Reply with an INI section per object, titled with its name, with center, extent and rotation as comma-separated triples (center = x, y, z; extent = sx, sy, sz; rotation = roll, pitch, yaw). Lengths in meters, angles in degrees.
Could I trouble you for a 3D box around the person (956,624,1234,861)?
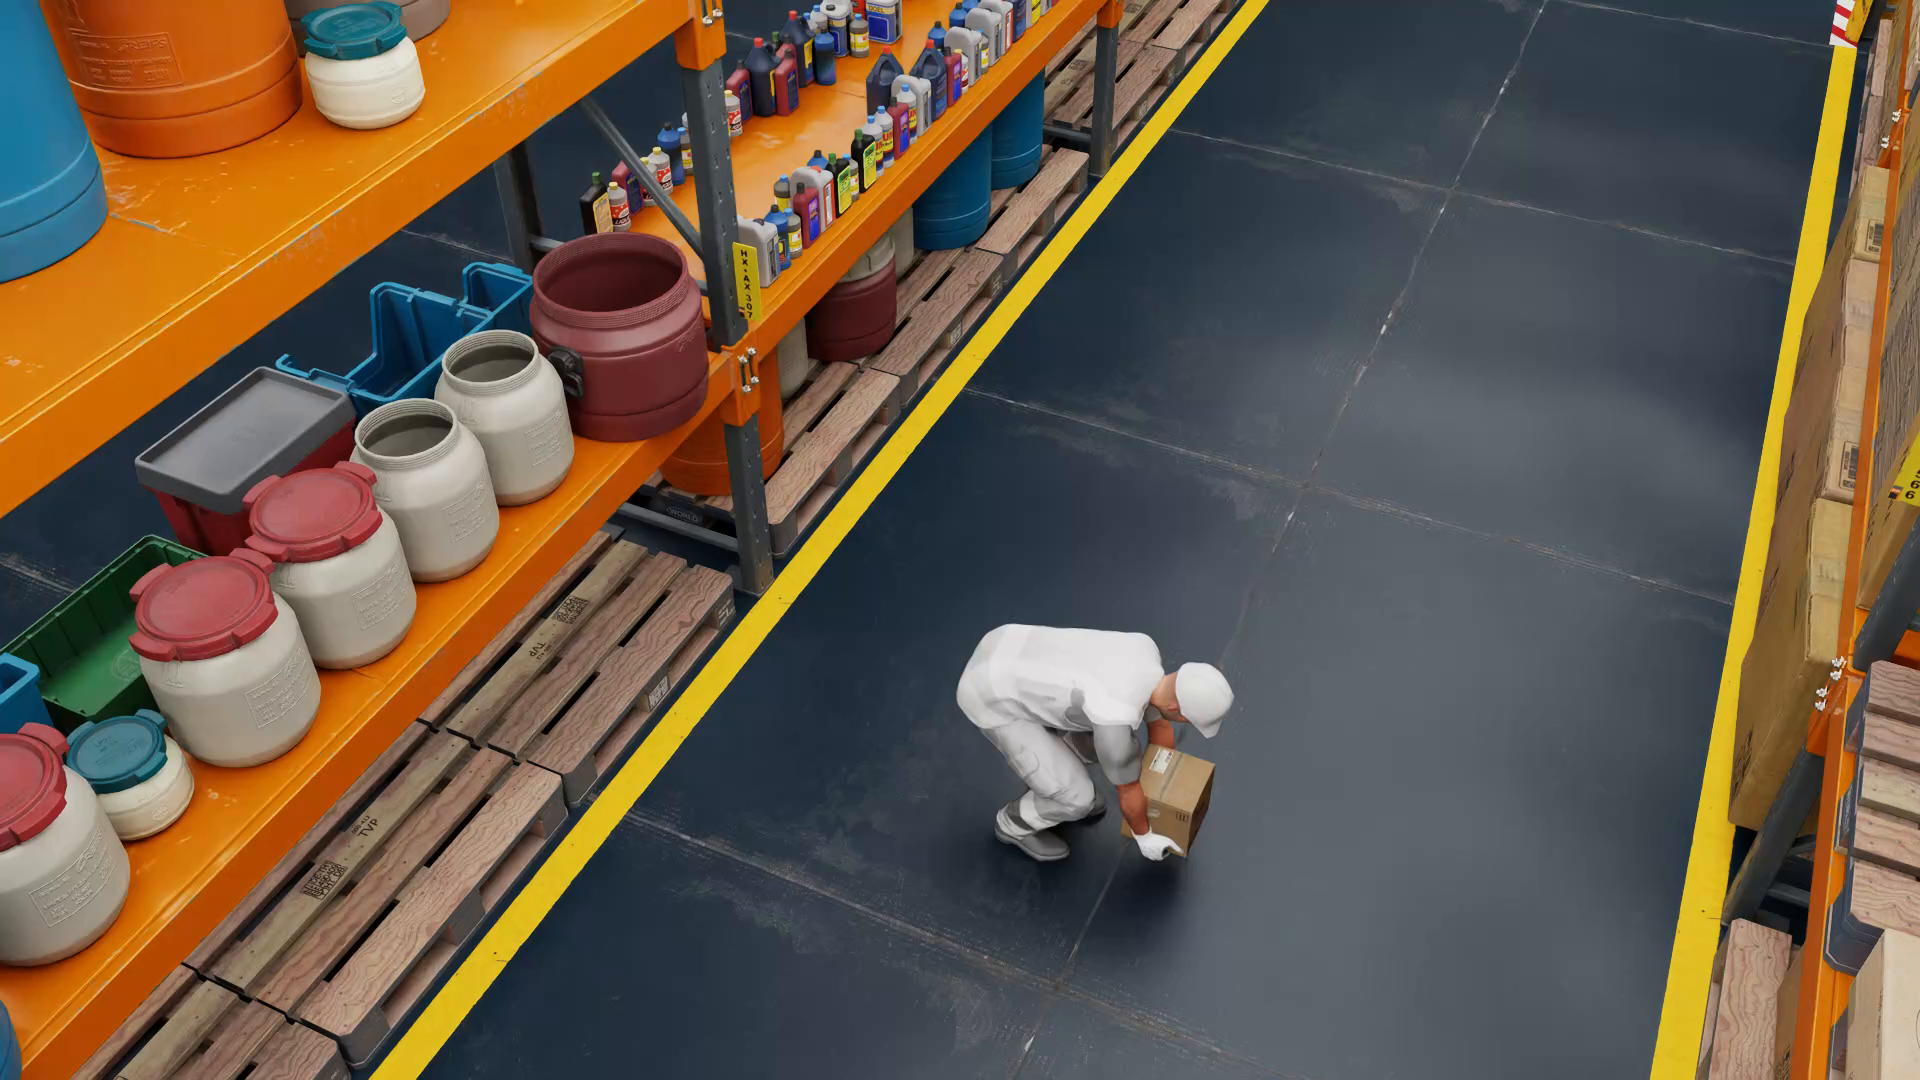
[person]
center = 0.461, 0.728, 5.925
extent = 0.949, 0.988, 0.527
rotation = 16, 44, 17
